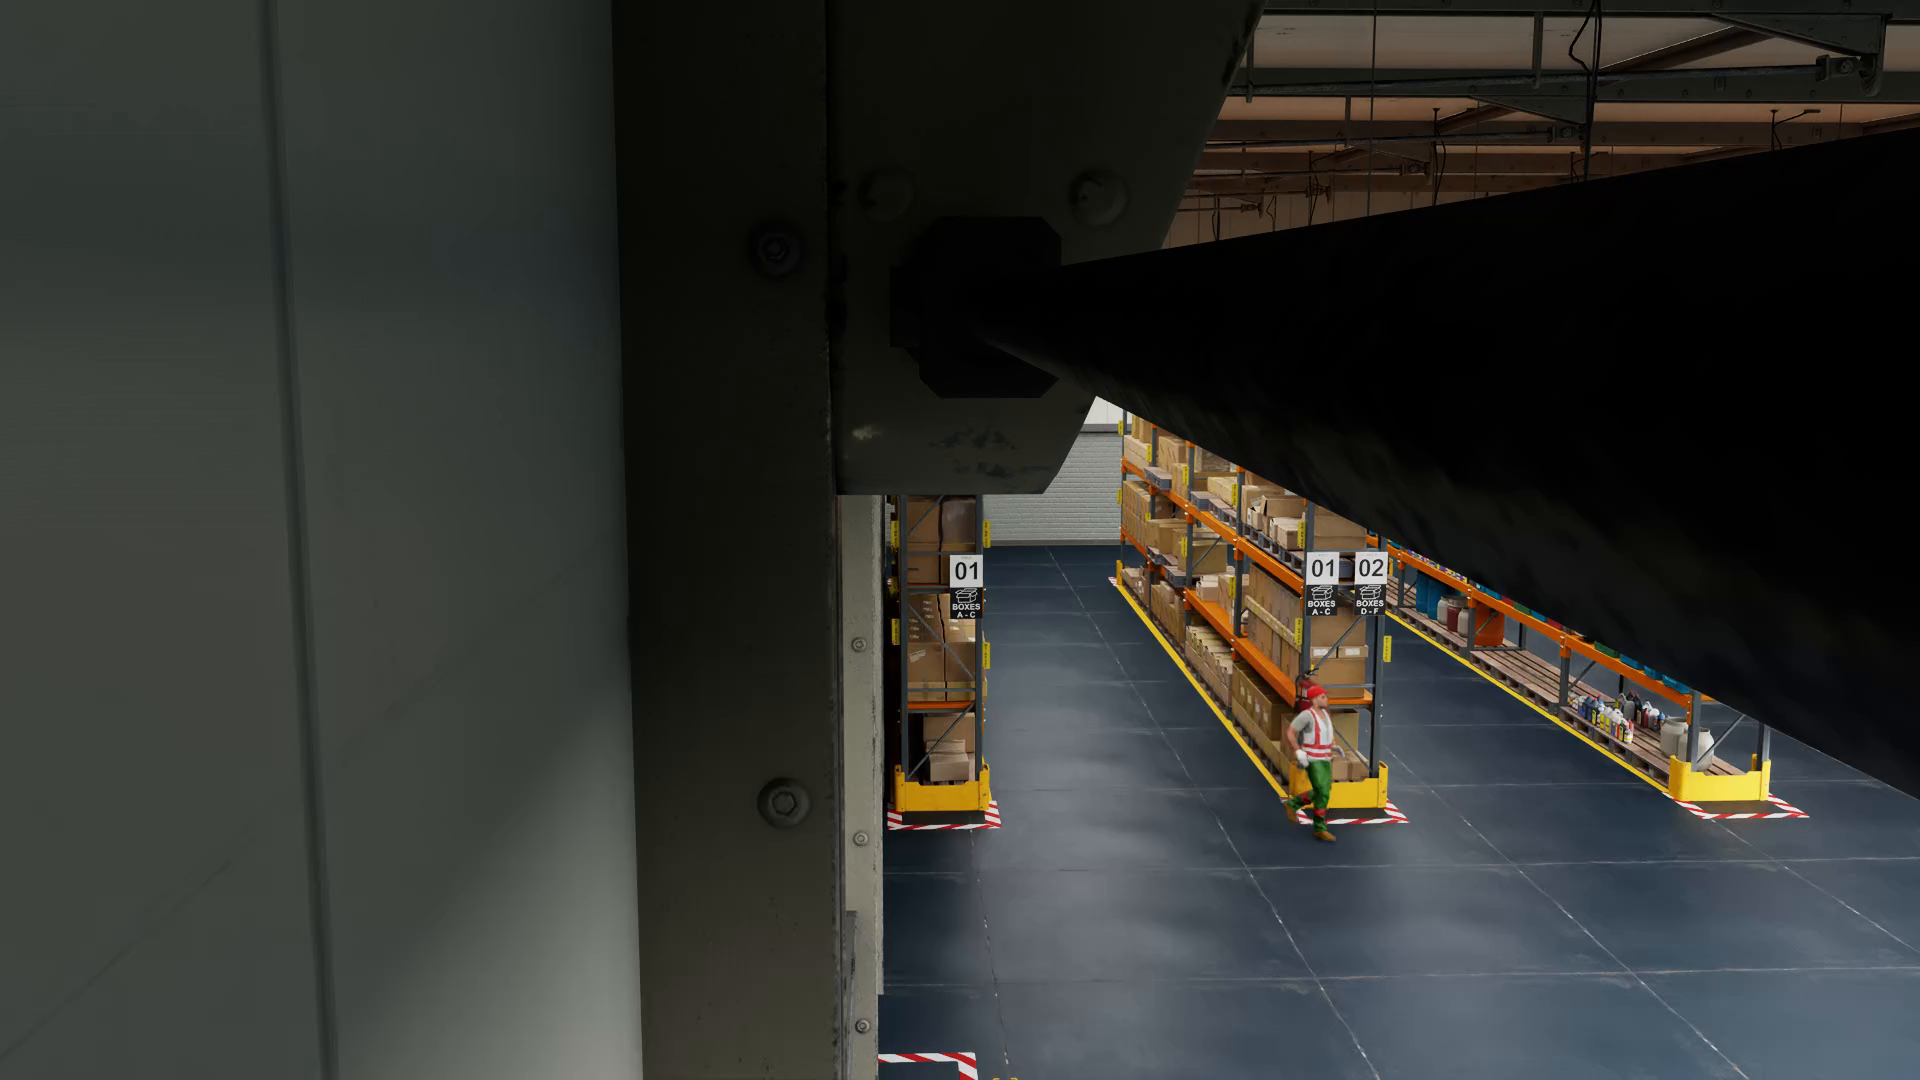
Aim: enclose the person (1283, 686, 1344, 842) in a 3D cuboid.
[{"bbox_3d":[4.198,2.600,19.590,0.705,1.761,0.755,-8,12,-44],"label":"person"}]
